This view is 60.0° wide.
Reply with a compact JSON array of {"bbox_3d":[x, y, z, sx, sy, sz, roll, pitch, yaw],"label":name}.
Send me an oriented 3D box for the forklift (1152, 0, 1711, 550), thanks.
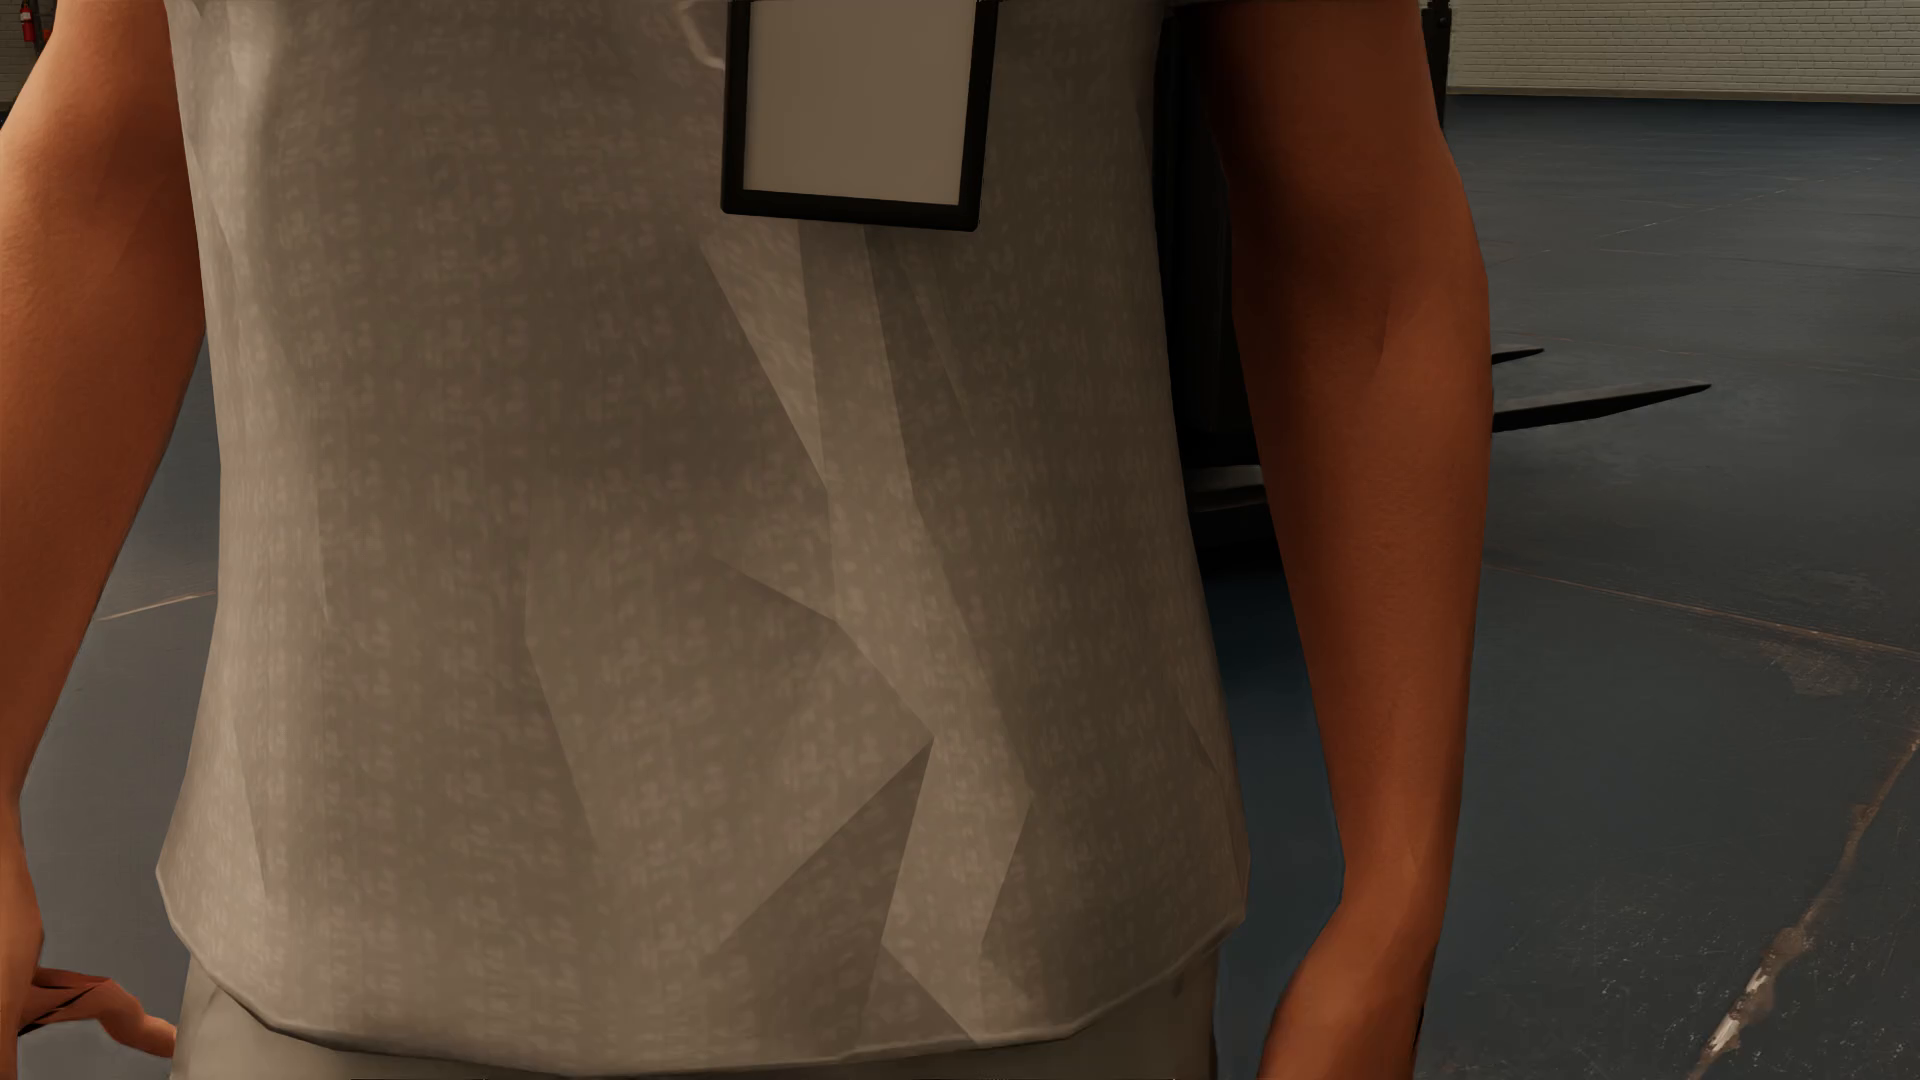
[{"bbox_3d":[0.576,-1.501,3.842,3.031,2.935,1.130,-9,19,-26],"label":"forklift"}]
